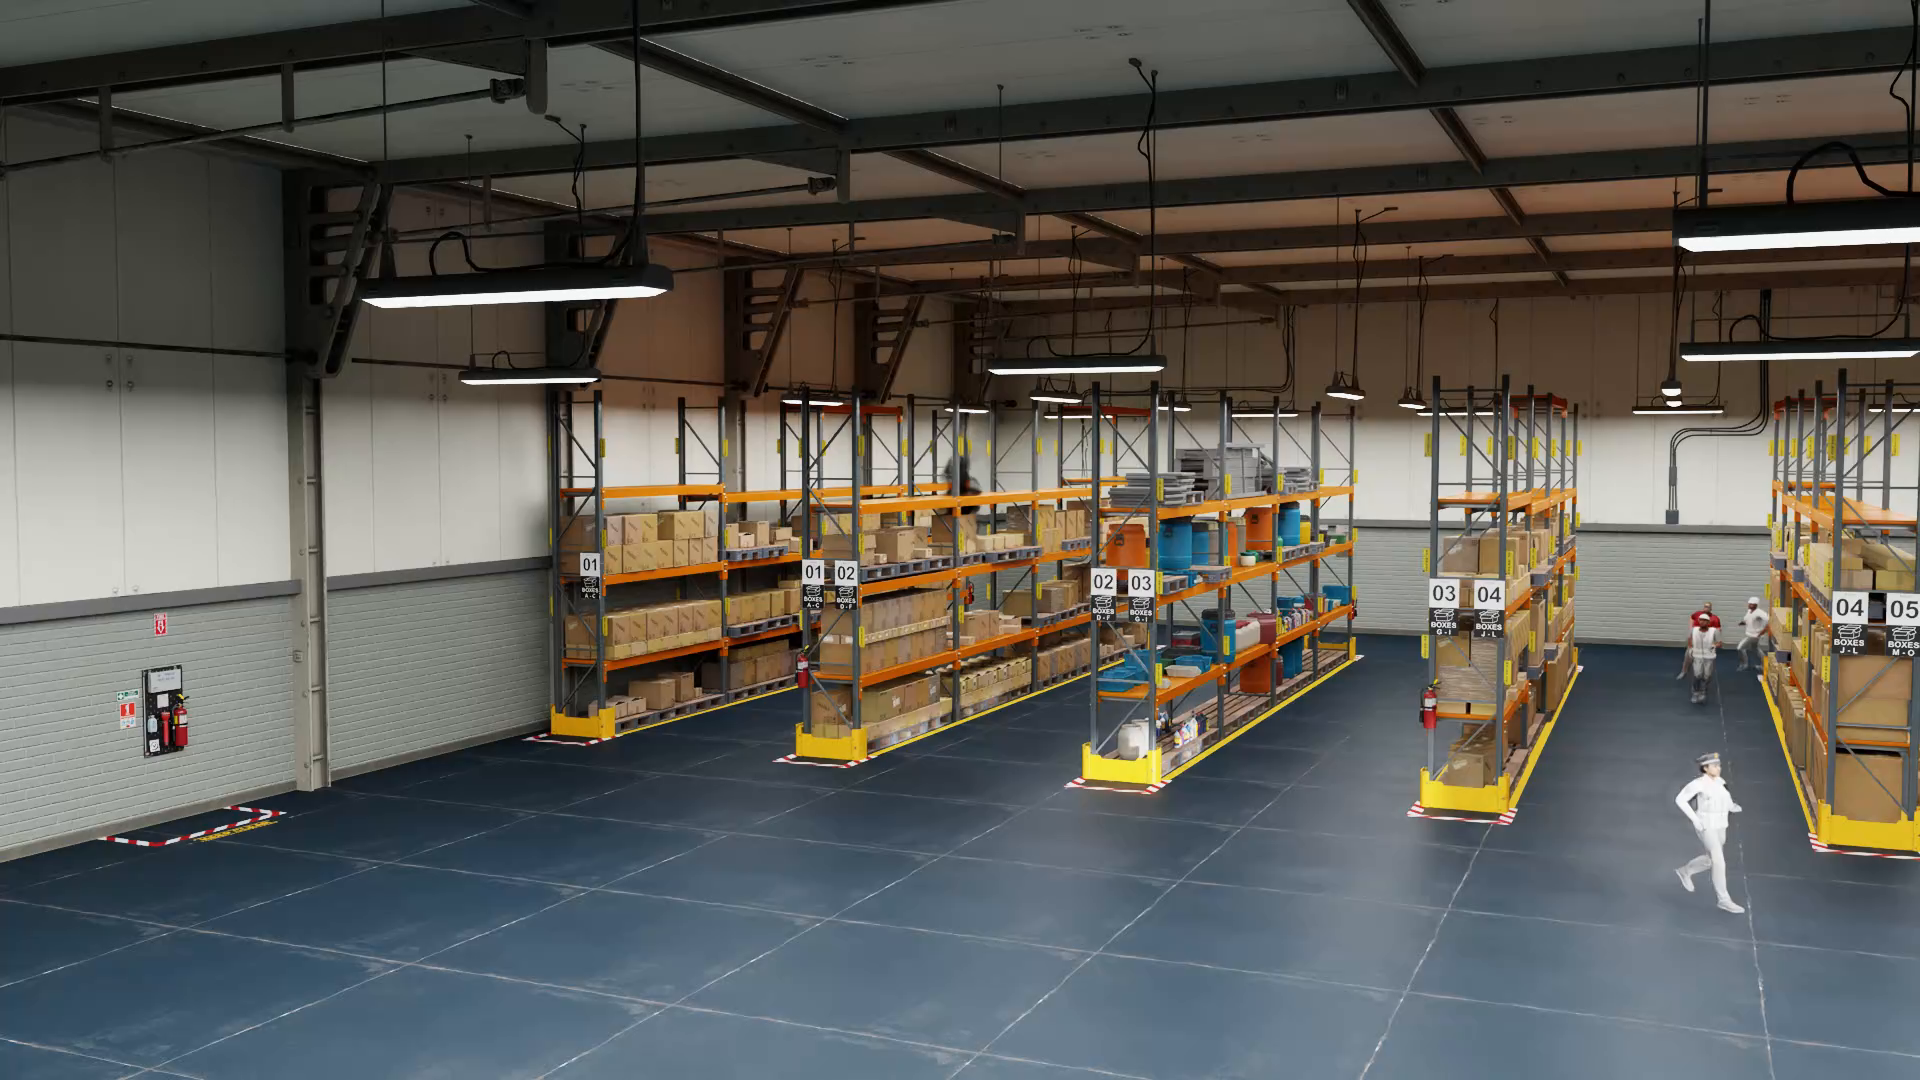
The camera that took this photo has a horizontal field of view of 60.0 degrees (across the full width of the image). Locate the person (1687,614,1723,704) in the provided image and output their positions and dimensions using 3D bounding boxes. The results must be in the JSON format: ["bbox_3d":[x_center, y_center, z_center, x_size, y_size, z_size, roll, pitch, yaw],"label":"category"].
[{"bbox_3d":[14.543,2.329,32.505,0.651,1.785,0.683,2,4,28],"label":"person"}]

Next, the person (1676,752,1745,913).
[{"bbox_3d":[8.190,3.139,18.121,0.618,1.672,0.880,-2,4,-28],"label":"person"}]

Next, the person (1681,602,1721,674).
[{"bbox_3d":[16.047,2.107,35.898,0.724,1.569,0.756,2,4,37],"label":"person"}]

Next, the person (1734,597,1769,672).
[{"bbox_3d":[17.686,2.128,36.973,0.755,1.746,0.810,1,3,11],"label":"person"}]
